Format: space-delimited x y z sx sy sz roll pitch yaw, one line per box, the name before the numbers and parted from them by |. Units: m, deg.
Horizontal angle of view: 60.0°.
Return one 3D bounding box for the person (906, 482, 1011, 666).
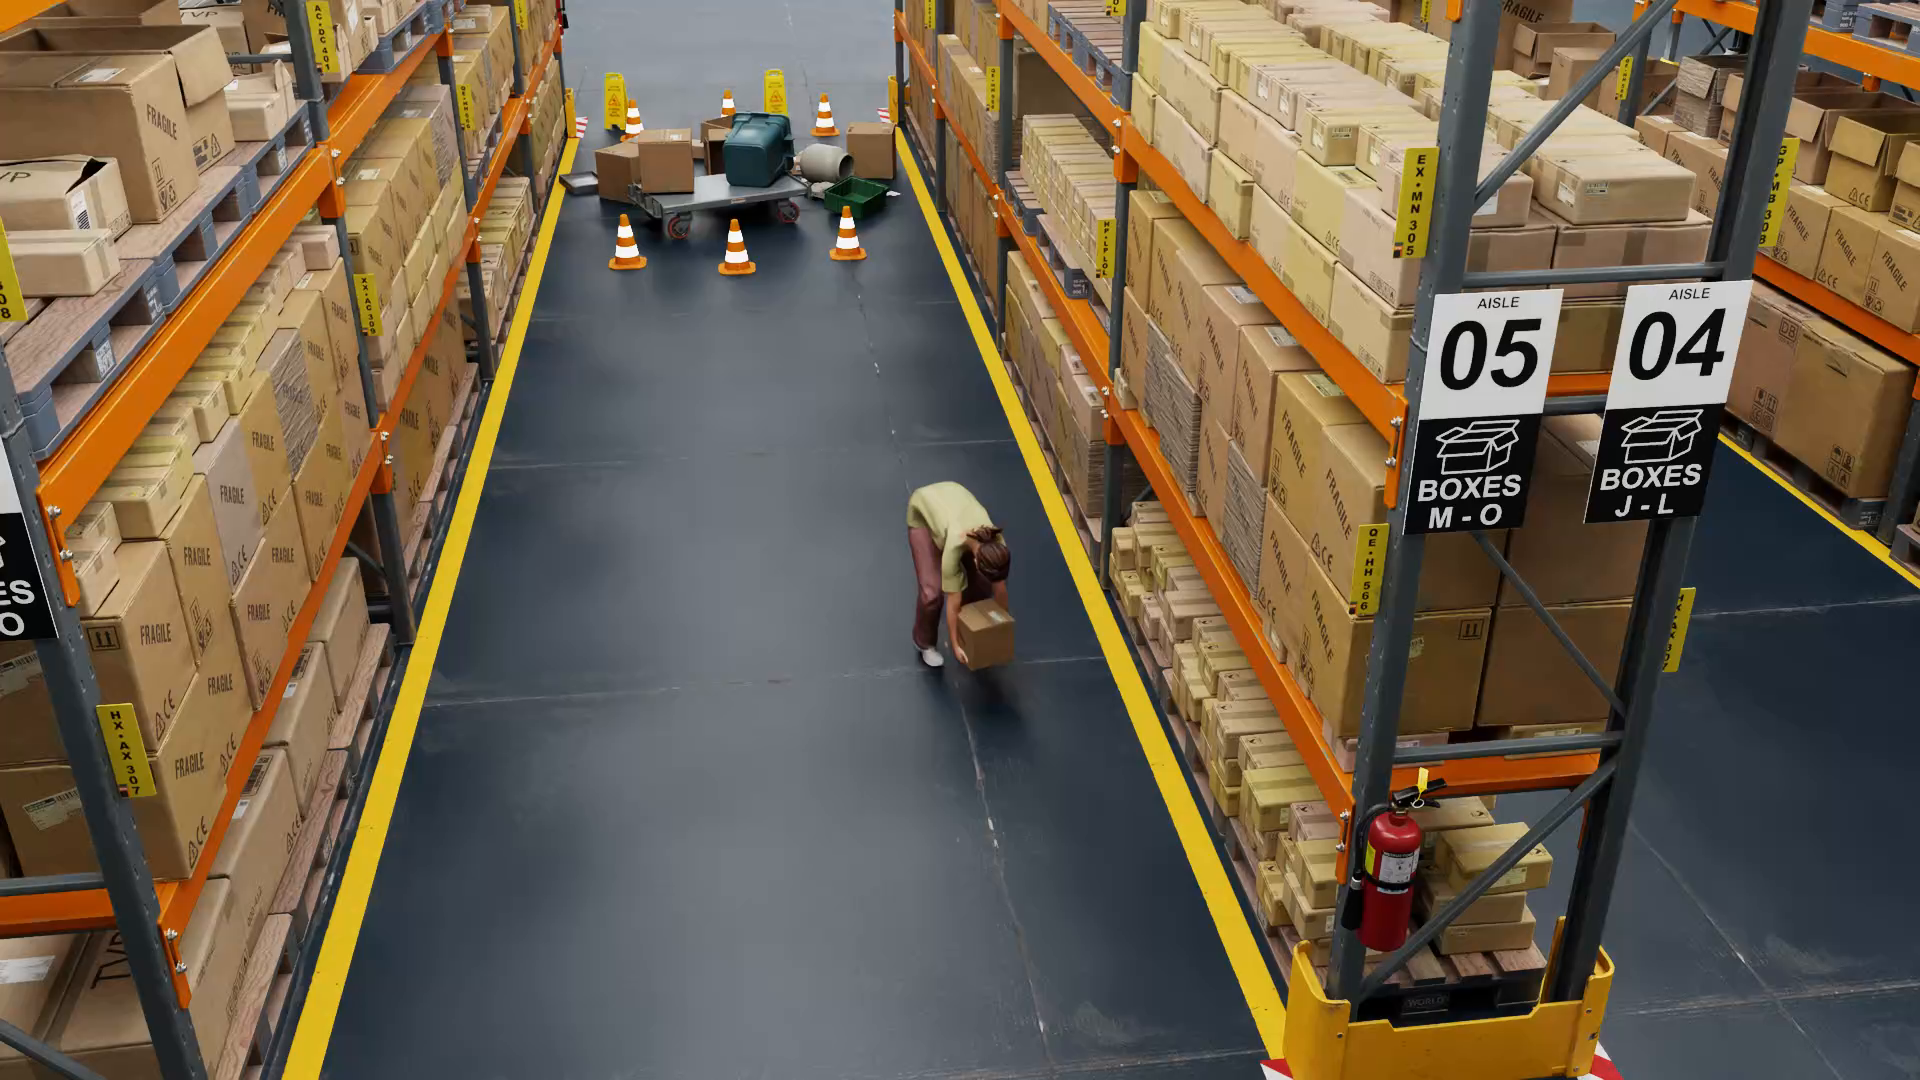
person | 0.029 0.253 8.859 0.444 1.006 0.867 -14 31 -26
